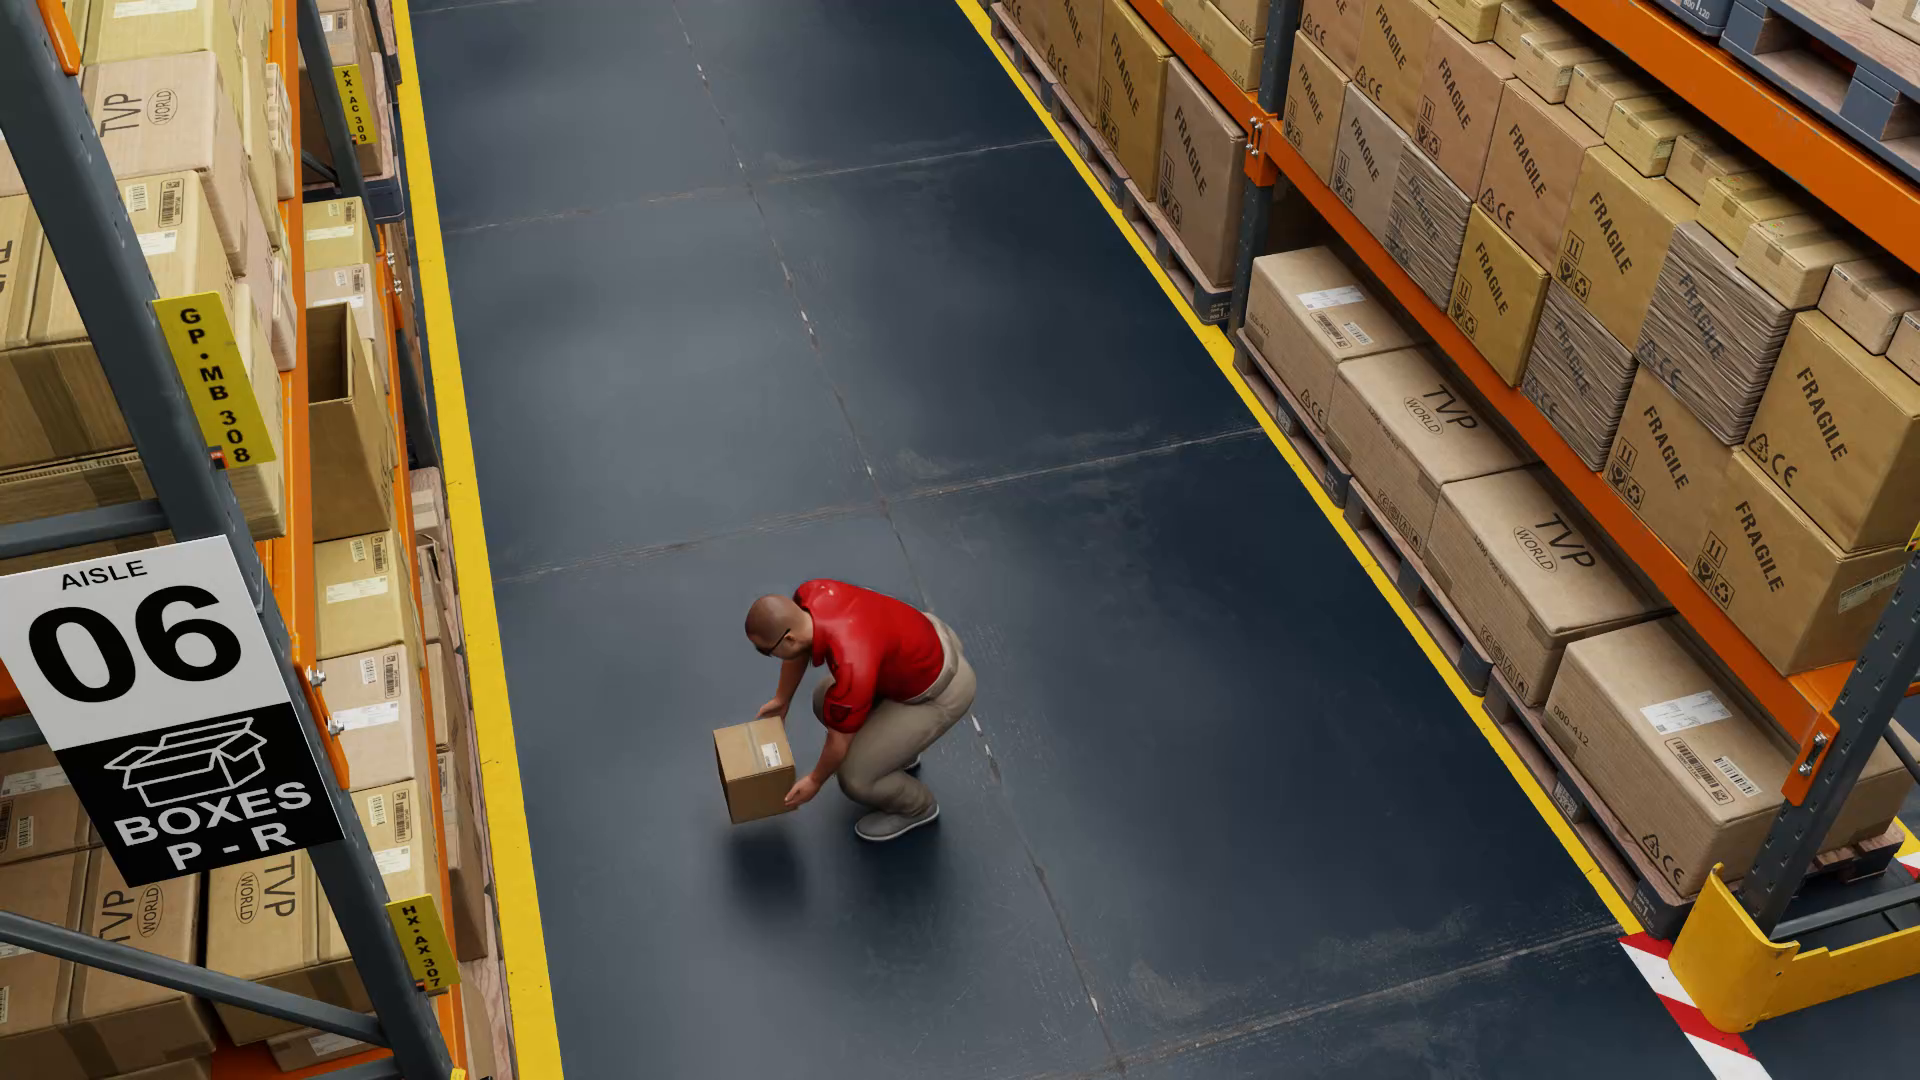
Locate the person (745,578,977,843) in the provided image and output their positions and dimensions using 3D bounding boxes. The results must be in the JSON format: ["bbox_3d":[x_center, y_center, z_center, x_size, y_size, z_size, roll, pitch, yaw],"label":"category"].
[{"bbox_3d":[-0.334,0.576,5.925,0.798,1.208,0.581,-12,43,-13],"label":"person"}]
